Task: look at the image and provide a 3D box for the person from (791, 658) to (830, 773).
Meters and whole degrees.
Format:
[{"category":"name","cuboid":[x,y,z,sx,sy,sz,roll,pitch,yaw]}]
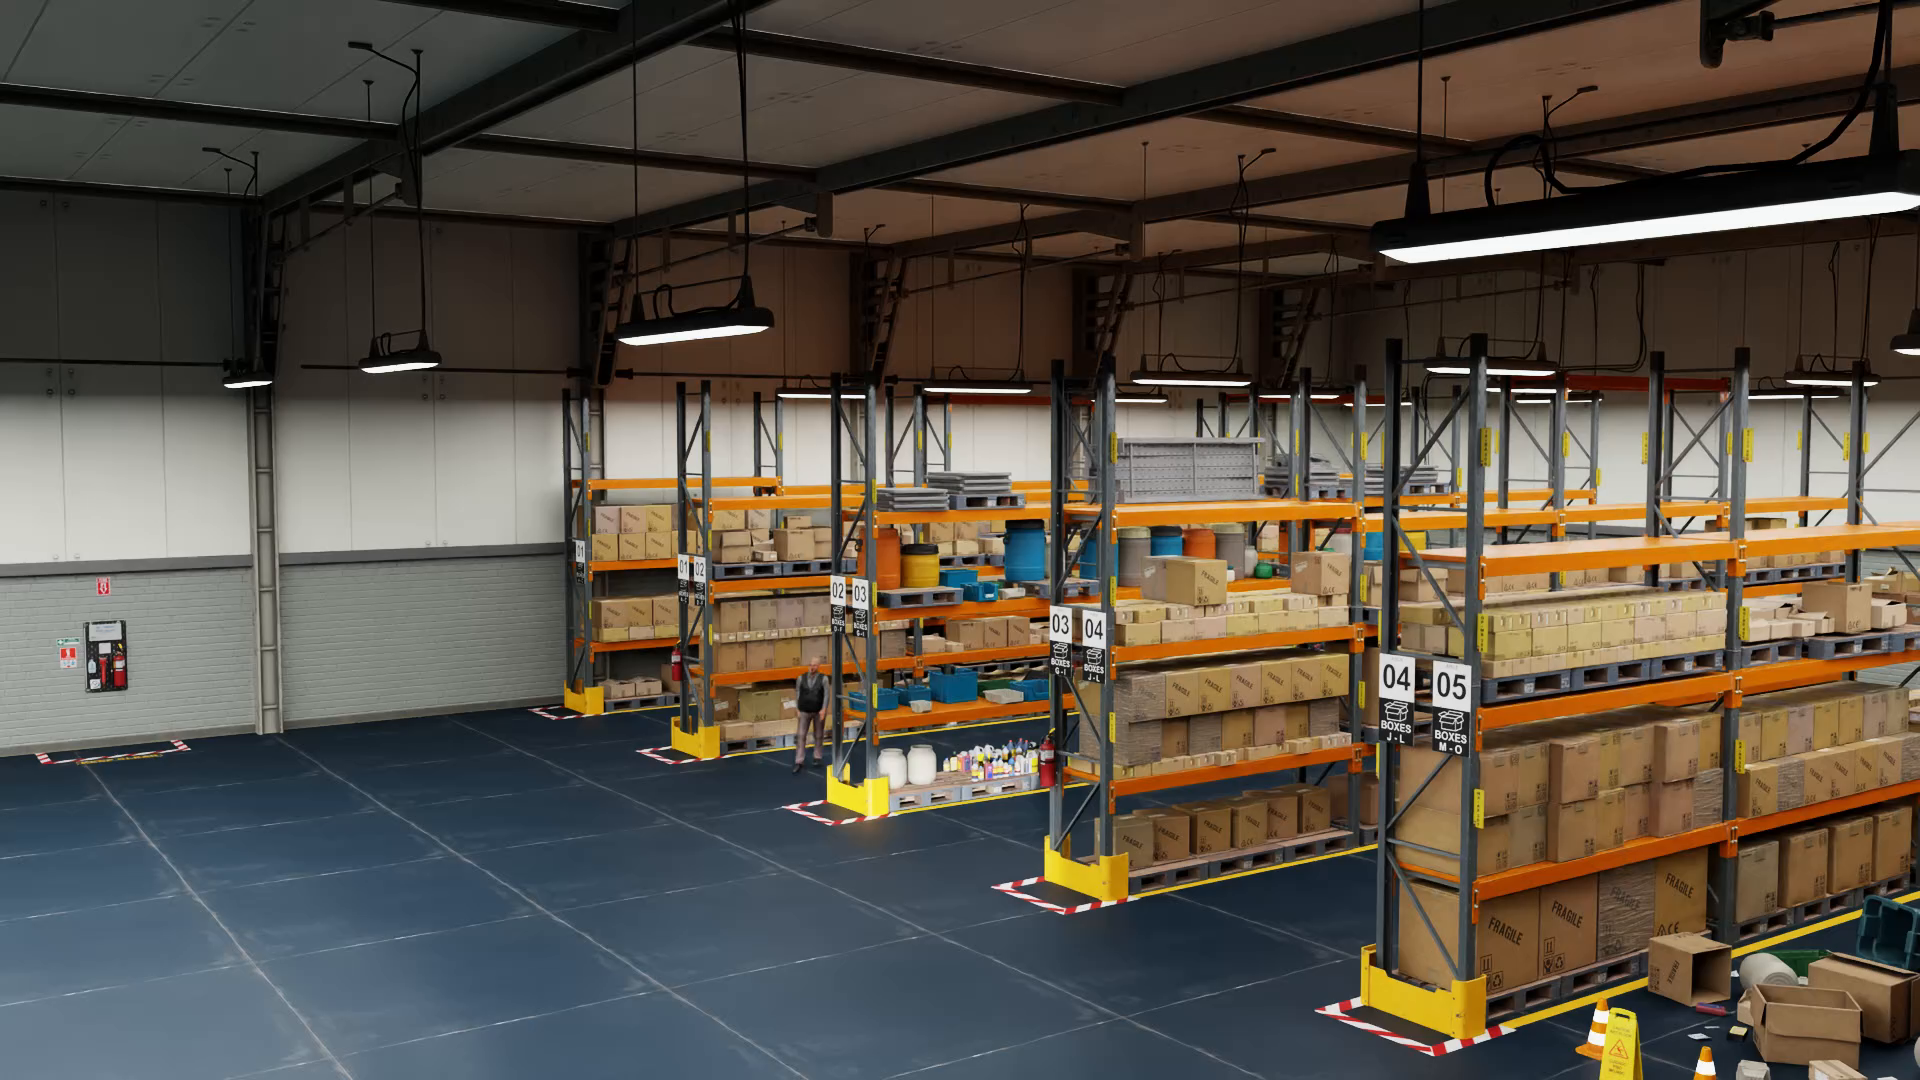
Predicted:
[{"category":"person","cuboid":[-2.282,2.659,25.519,0.588,1.695,0.819,0,4,-2]}]
